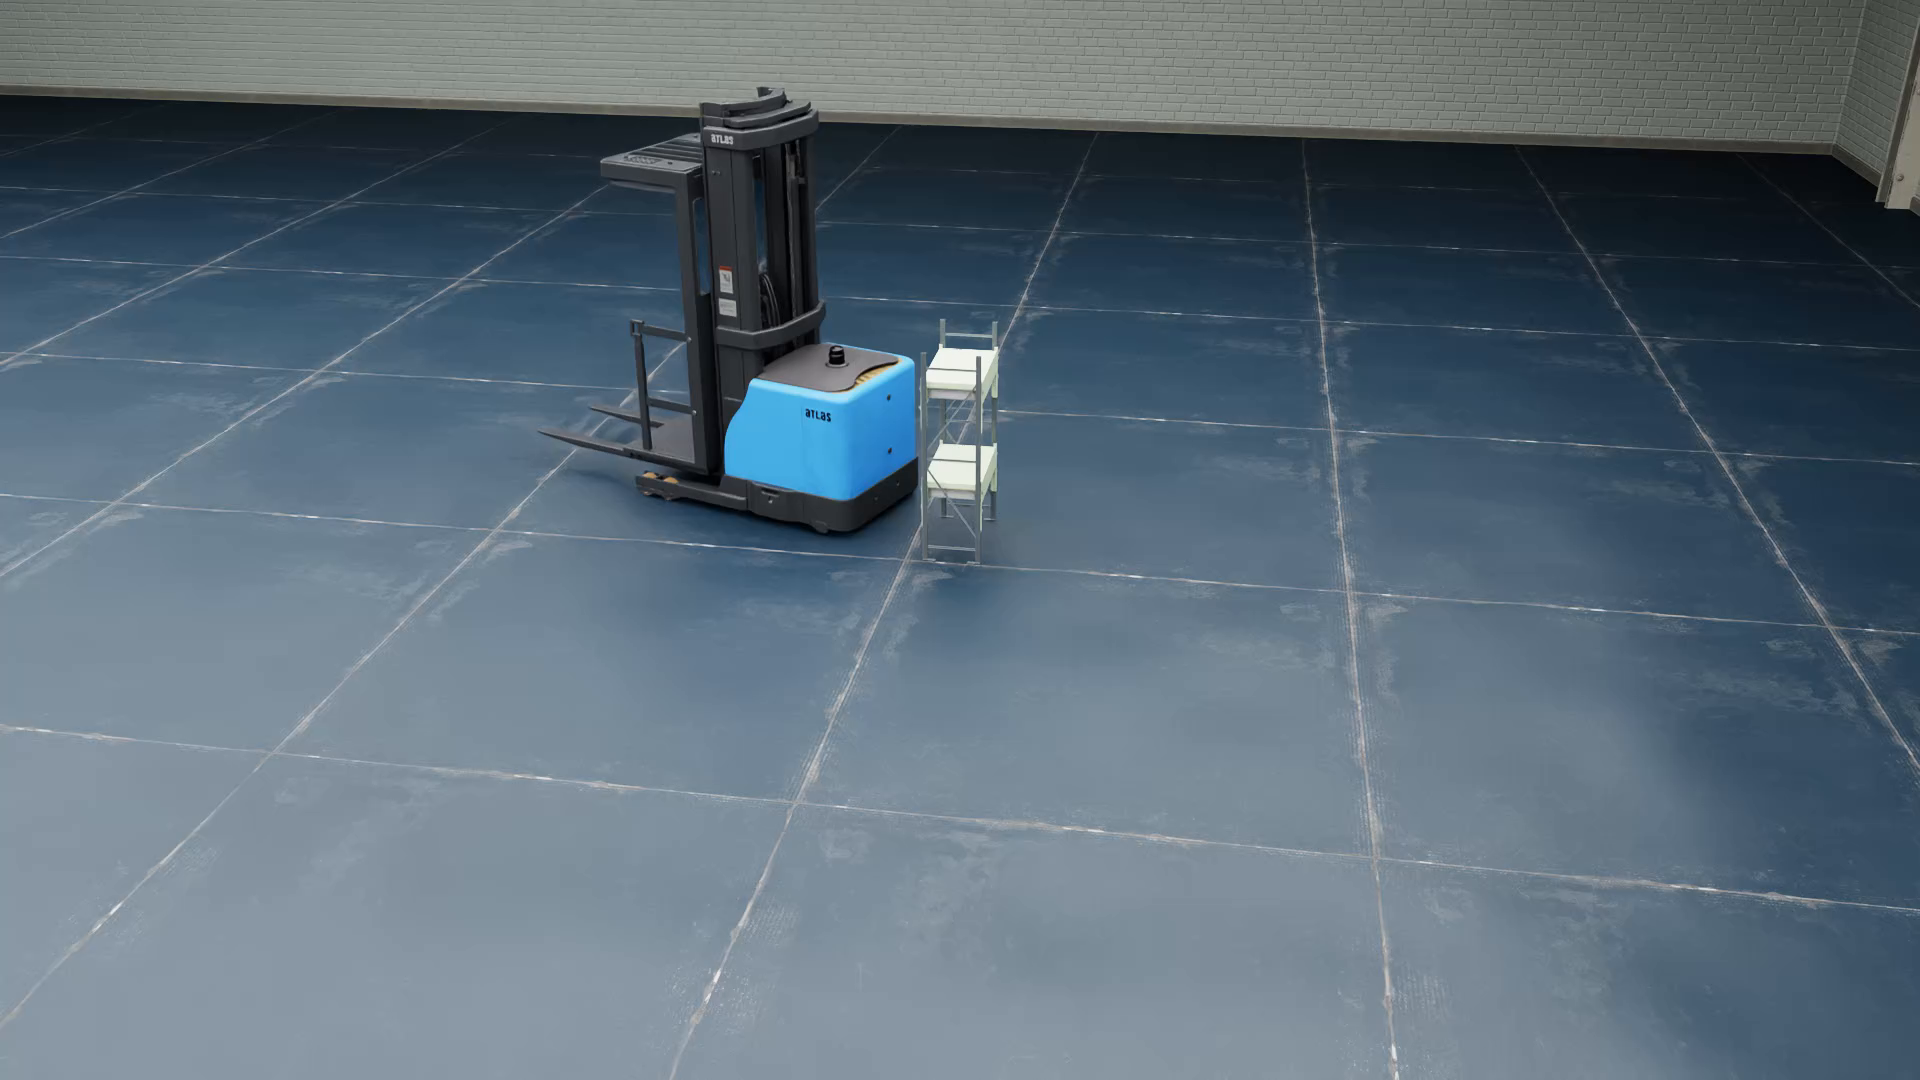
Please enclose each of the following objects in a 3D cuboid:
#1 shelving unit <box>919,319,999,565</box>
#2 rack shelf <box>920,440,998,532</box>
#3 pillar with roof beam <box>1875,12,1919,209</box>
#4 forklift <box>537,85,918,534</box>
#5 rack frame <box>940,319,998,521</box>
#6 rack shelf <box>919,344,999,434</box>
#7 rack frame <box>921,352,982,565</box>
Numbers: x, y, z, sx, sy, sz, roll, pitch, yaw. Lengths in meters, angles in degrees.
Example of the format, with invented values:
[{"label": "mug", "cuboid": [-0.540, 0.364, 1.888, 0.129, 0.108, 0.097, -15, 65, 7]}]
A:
[{"label": "shelving unit", "cuboid": [0.001, -0.682, 11.482, 0.431, 1.500, 0.755, 4, 25, 9]}, {"label": "rack shelf", "cuboid": [0.001, -0.387, 11.620, 0.431, 0.370, 0.720, 4, 25, 9]}, {"label": "pillar with roof beam", "cuboid": [7.381, -8.548, 19.442, 9.100, 9.000, 0.400, 4, 25, 9]}, {"label": "forklift", "cuboid": [-1.856, -1.807, 12.197, 3.031, 2.935, 1.130, 13, 28, 26]}, {"label": "rack frame", "cuboid": [0.061, -0.835, 11.809, 0.400, 1.500, 0.023, 4, 25, 9]}, {"label": "rack shelf", "cuboid": [0.001, -1.036, 11.317, 0.431, 0.370, 0.720, 4, 25, 9]}, {"label": "rack frame", "cuboid": [-0.059, -0.529, 11.155, 0.400, 1.500, 0.023, 4, 25, 9]}]
